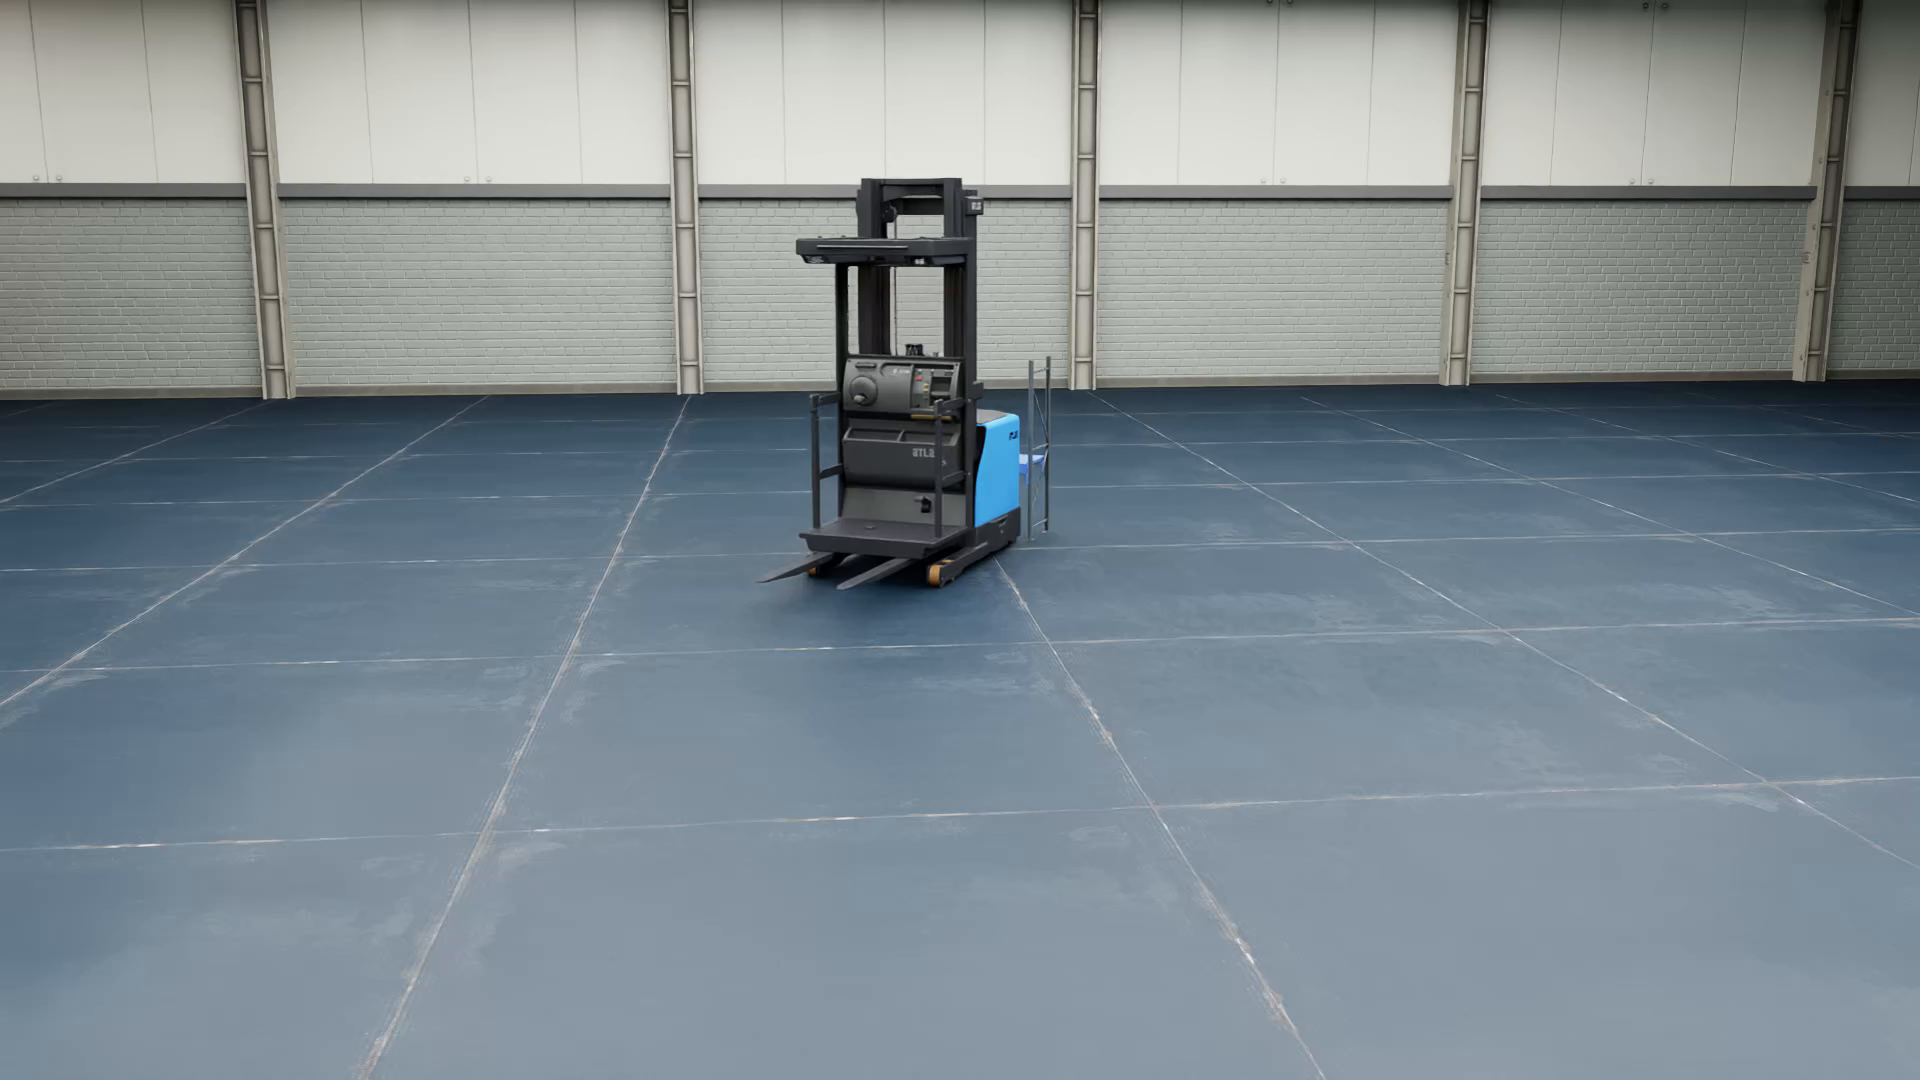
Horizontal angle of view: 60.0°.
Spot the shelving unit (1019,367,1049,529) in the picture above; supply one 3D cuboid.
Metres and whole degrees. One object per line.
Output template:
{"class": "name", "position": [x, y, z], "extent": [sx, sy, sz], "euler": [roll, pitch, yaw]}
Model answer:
{"class": "shelving unit", "position": [0.207, -0.802, 14.058], "extent": [0.991, 1.308, 0.475], "euler": [4, 12, 21]}

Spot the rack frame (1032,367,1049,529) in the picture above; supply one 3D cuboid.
{"class": "rack frame", "position": [0.662, -0.767, 13.883], "extent": [0.013, 1.308, 0.475], "euler": [4, 12, 21]}

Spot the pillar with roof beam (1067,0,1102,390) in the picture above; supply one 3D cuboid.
{"class": "pillar with roof beam", "position": [2.354, -5.940, 20.753], "extent": [0.400, 9.000, 9.100], "euler": [-1, 11, -6]}

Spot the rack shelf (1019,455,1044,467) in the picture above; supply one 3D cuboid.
{"class": "rack shelf", "position": [0.188, -0.674, 14.088], "extent": [0.952, 0.062, 0.459], "euler": [4, 12, 21]}

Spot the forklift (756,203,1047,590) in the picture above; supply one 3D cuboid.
{"class": "forklift", "position": [-6.977, -0.766, 8.439], "extent": [10.237, 3.598, 16.119], "euler": [4, 12, 21]}
